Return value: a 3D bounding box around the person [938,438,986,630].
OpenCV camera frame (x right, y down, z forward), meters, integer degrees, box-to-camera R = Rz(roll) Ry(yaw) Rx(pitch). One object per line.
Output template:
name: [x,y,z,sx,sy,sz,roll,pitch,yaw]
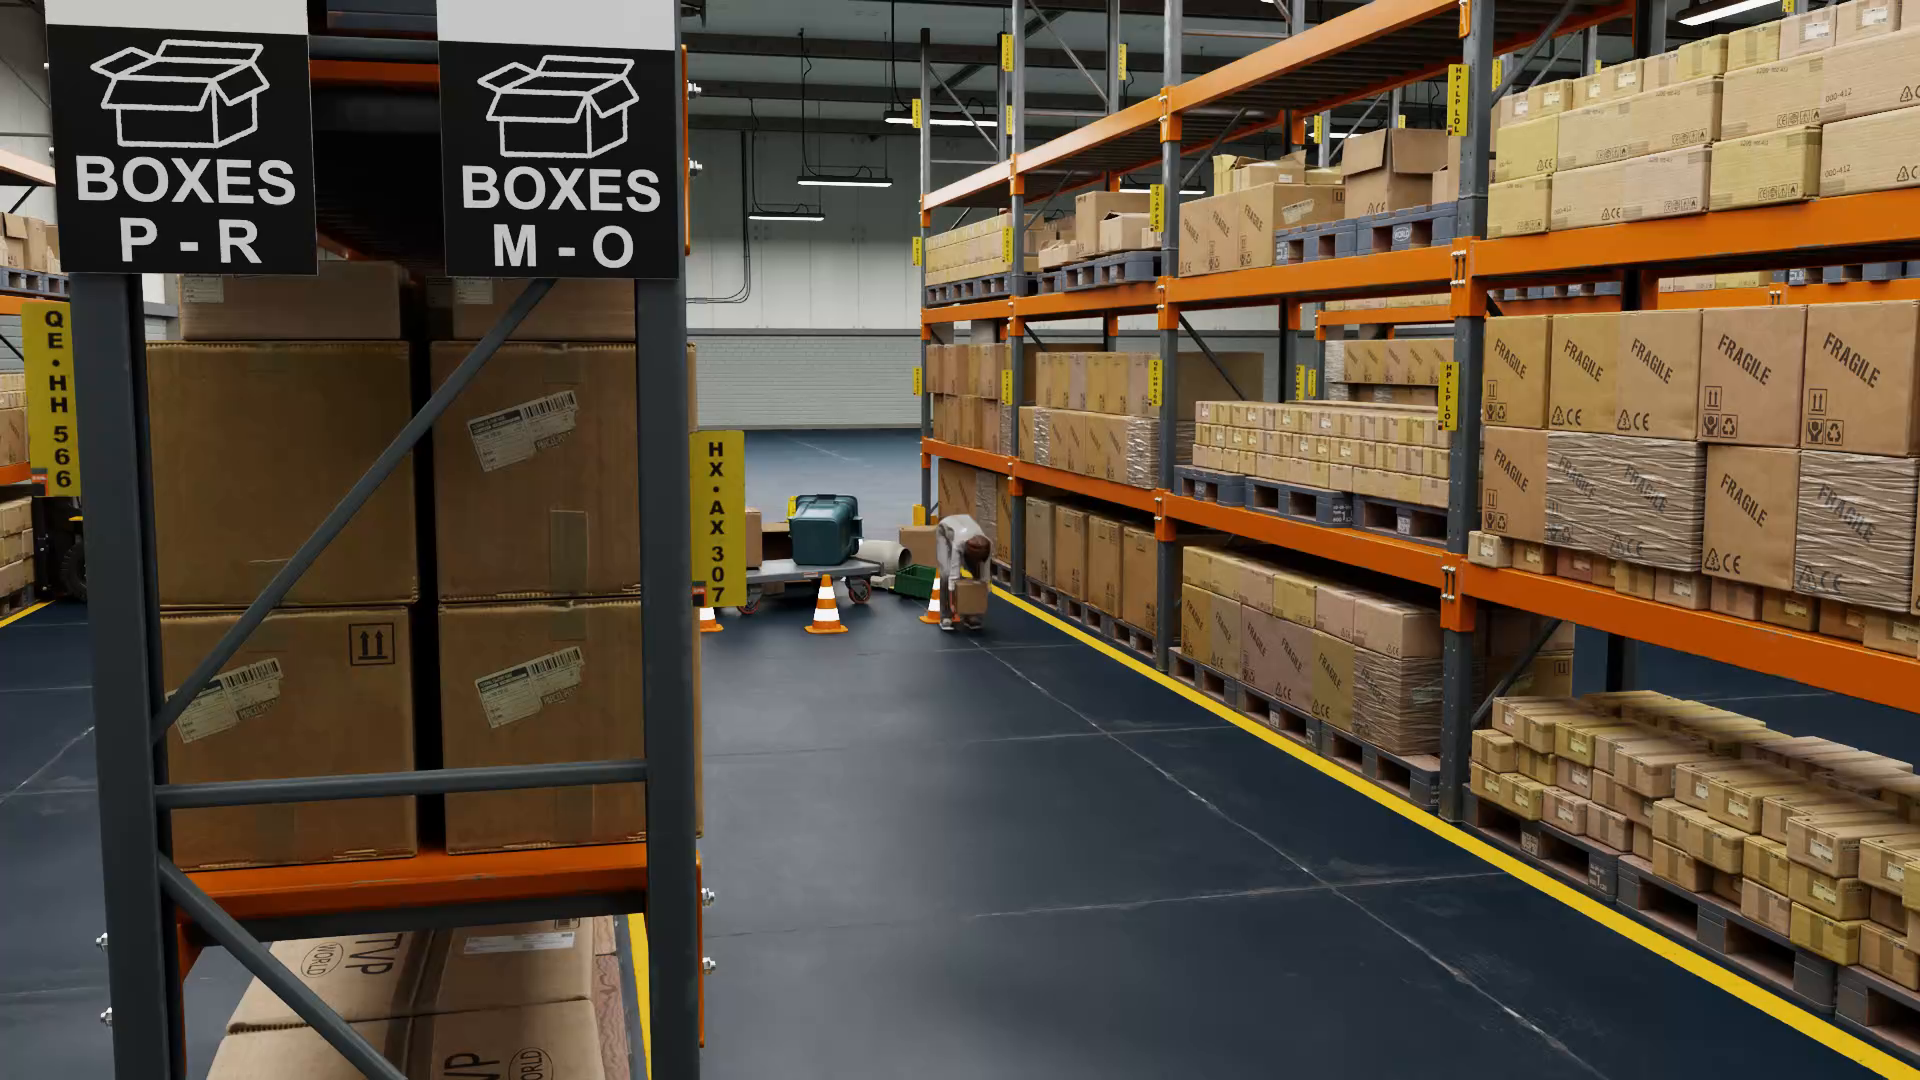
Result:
person: [0.022,-0.043,13.781,0.375,1.599,0.496,-2,7,-16]
